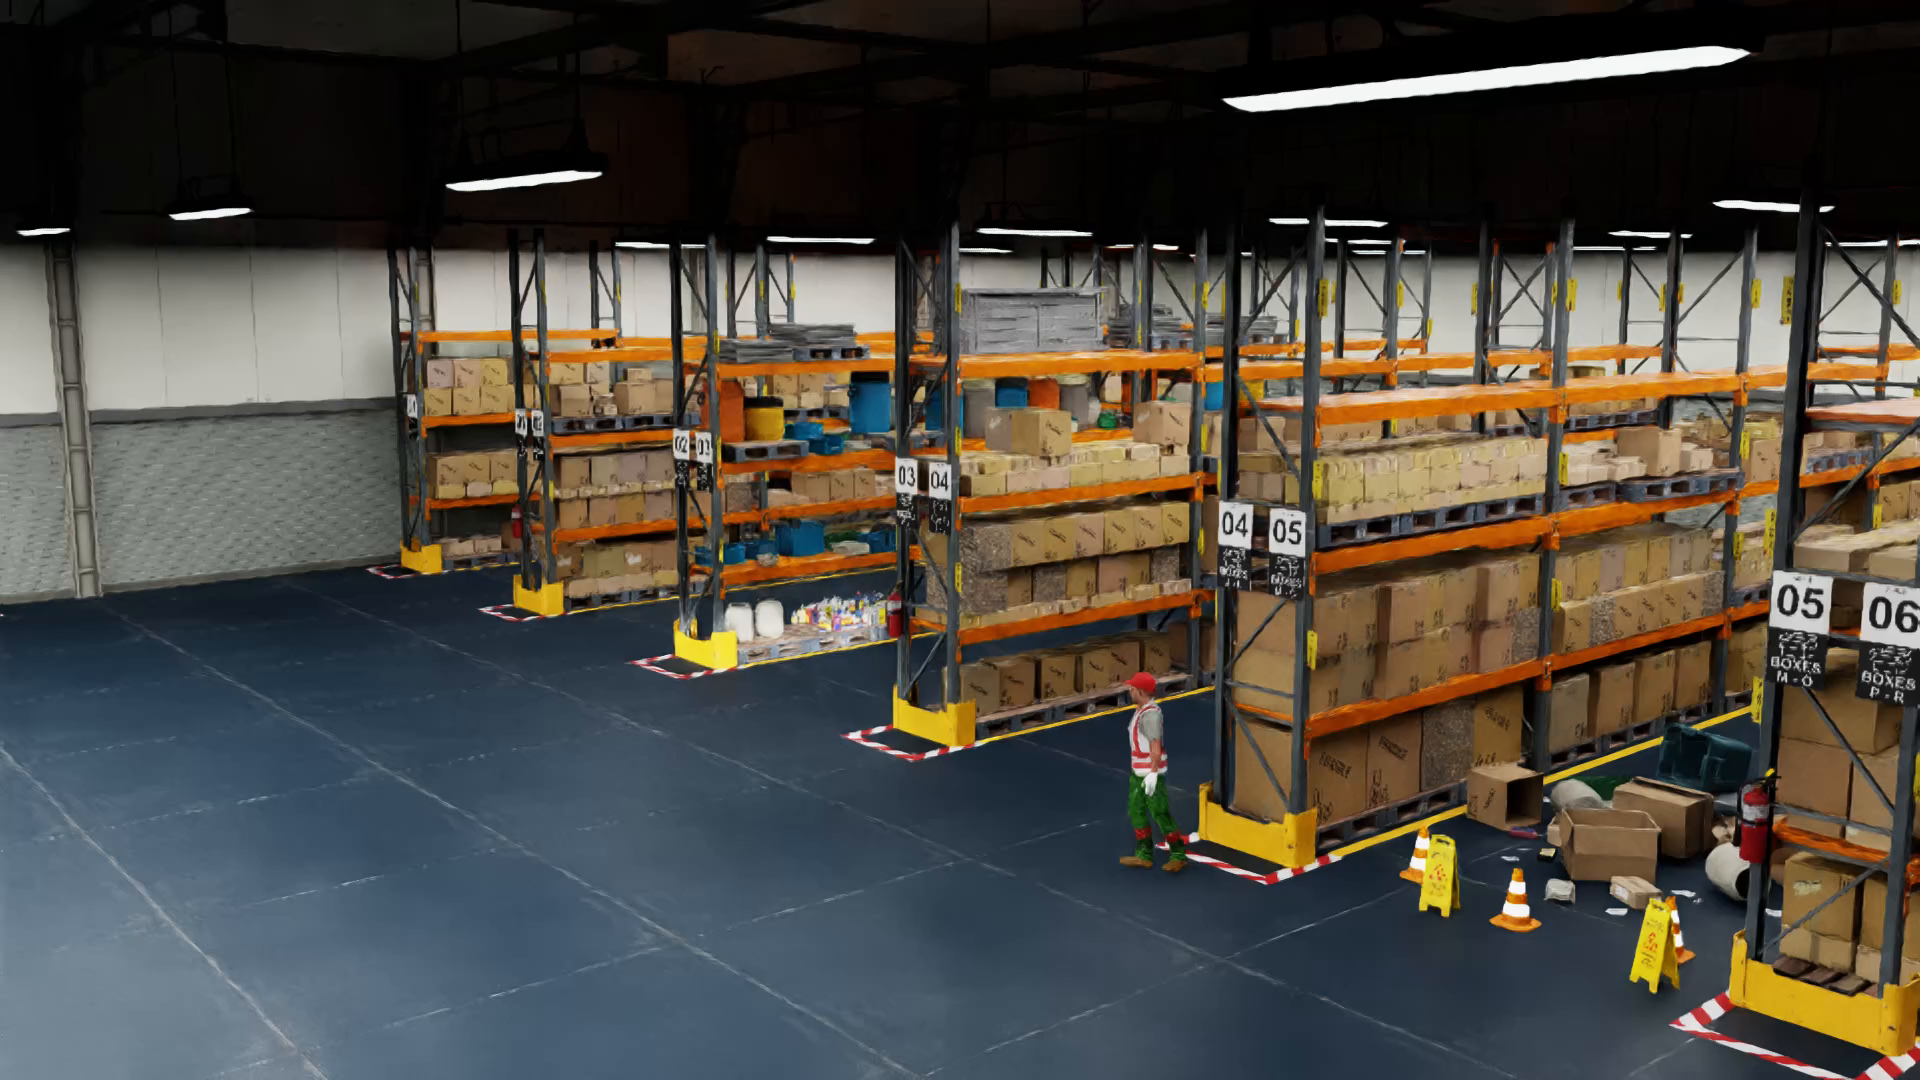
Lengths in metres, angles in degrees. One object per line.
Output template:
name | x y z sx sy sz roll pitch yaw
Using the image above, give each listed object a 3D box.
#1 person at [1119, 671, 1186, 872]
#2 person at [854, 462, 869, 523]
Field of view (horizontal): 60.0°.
person | 1.724 2.047 14.741 0.574 1.775 0.575 -1 9 -4
person | -2.014 -0.888 33.725 0.444 1.769 0.569 4 9 22
